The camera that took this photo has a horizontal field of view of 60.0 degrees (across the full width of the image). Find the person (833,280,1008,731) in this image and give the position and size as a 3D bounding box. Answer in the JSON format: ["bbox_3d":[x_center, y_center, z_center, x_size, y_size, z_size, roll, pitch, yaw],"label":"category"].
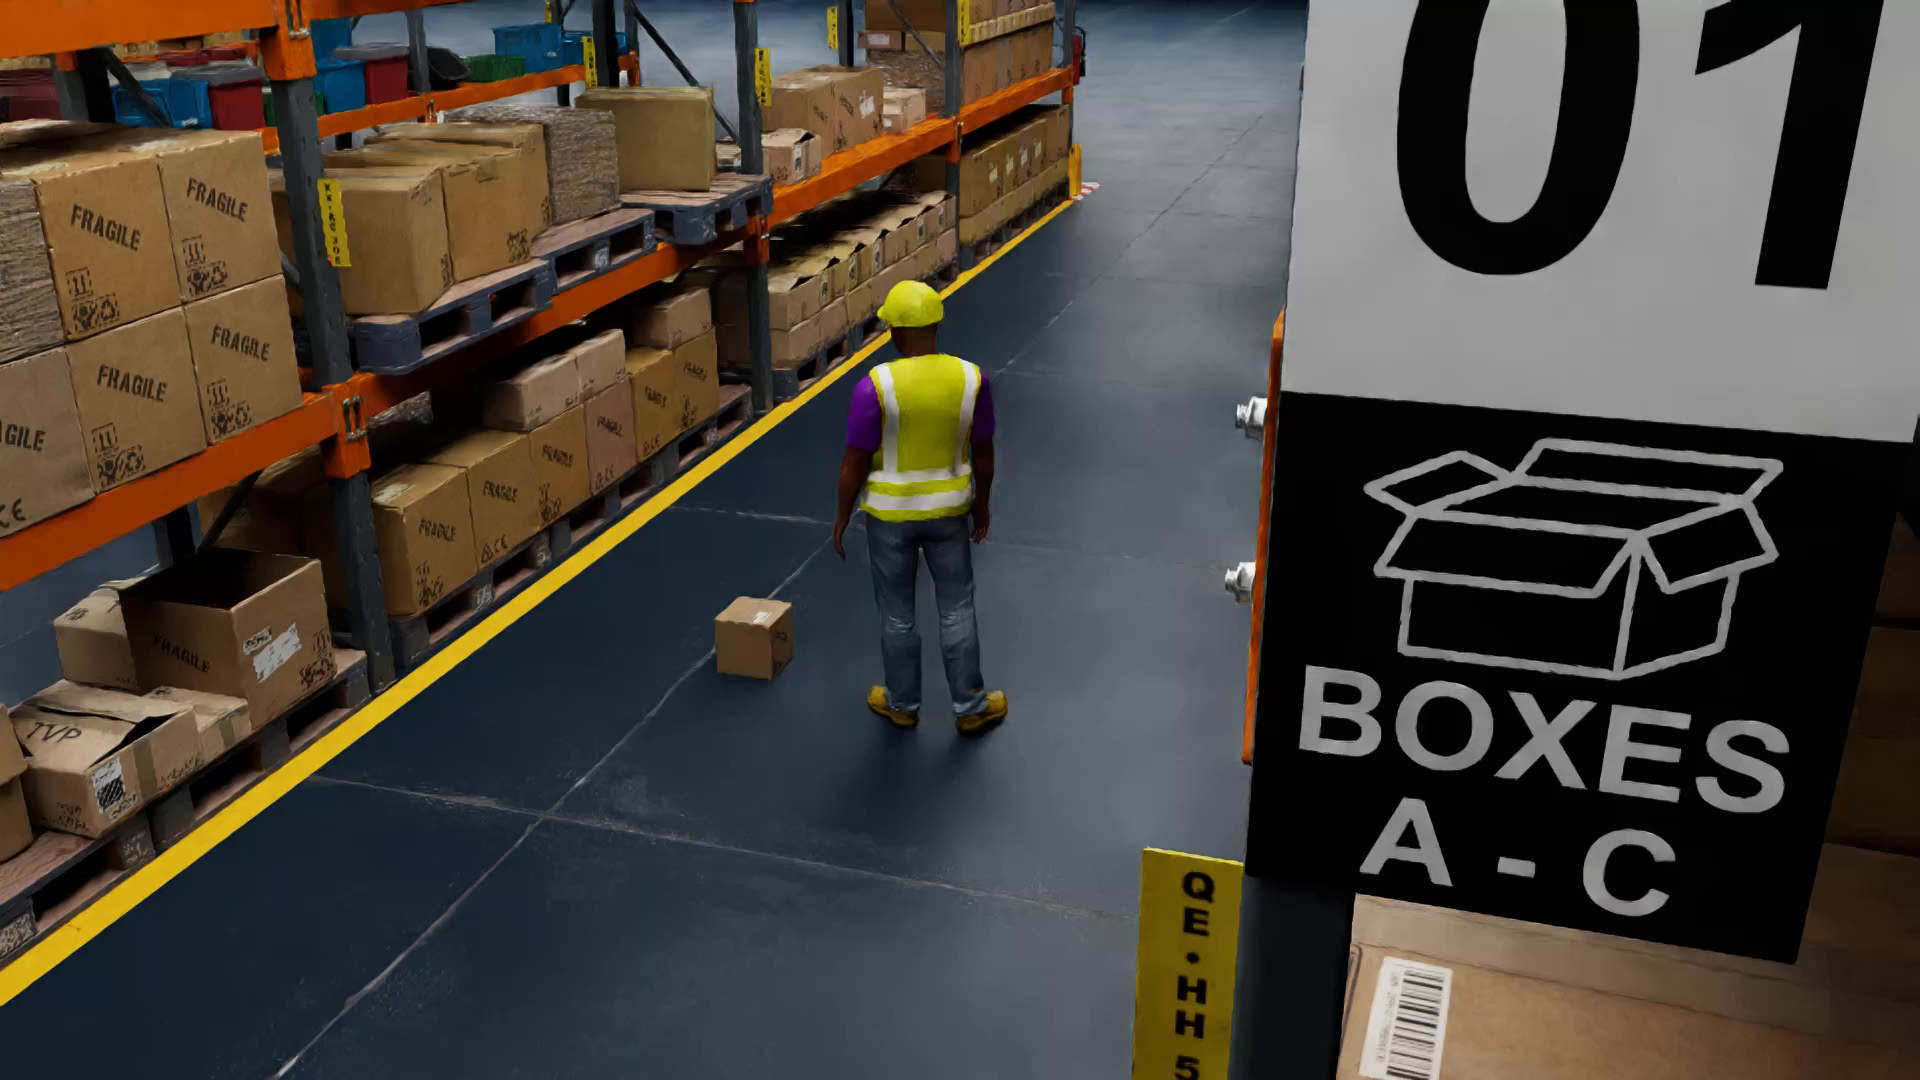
[{"bbox_3d":[-0.149,-0.117,6.330,0.688,1.768,0.453,-7,23,-17],"label":"person"}]
